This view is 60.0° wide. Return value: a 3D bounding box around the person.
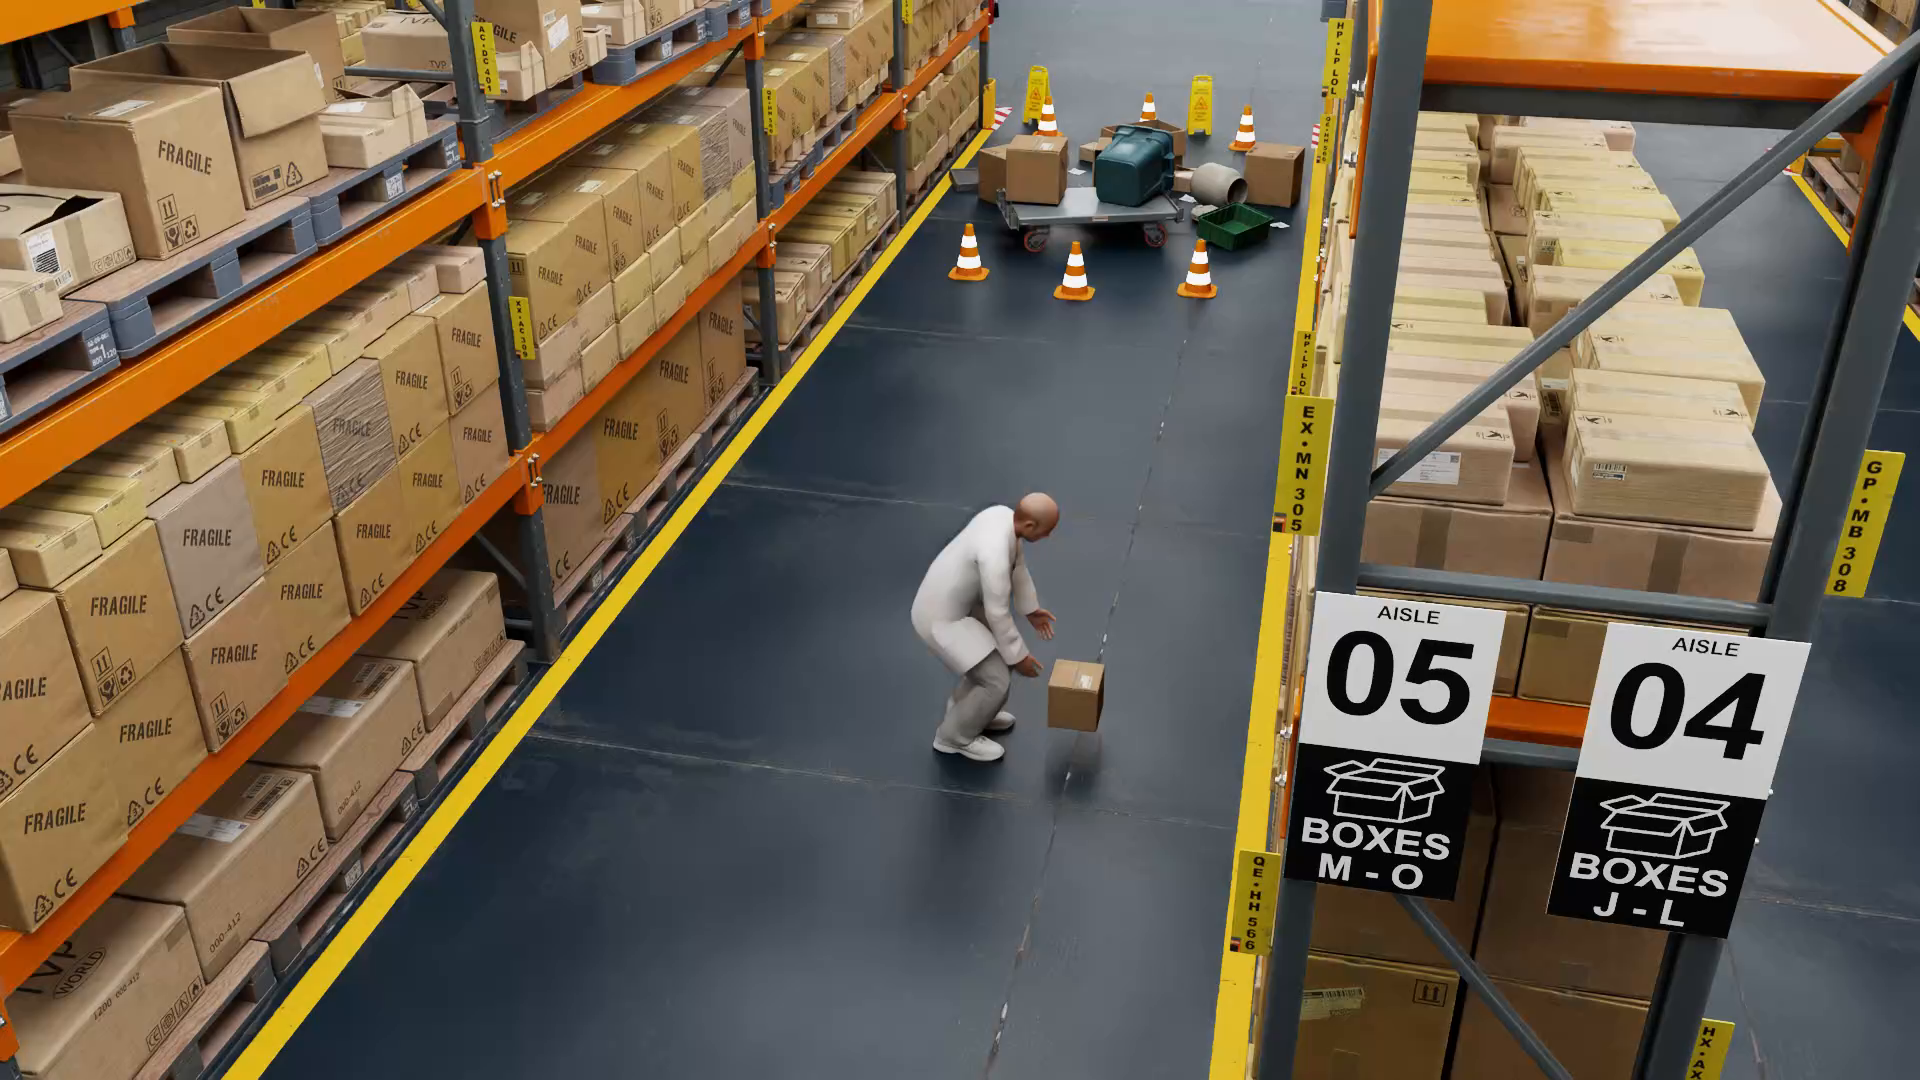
[{"bbox_3d":[0.123,0.391,8.307,0.718,1.412,0.633,6,29,11],"label":"person"}]
